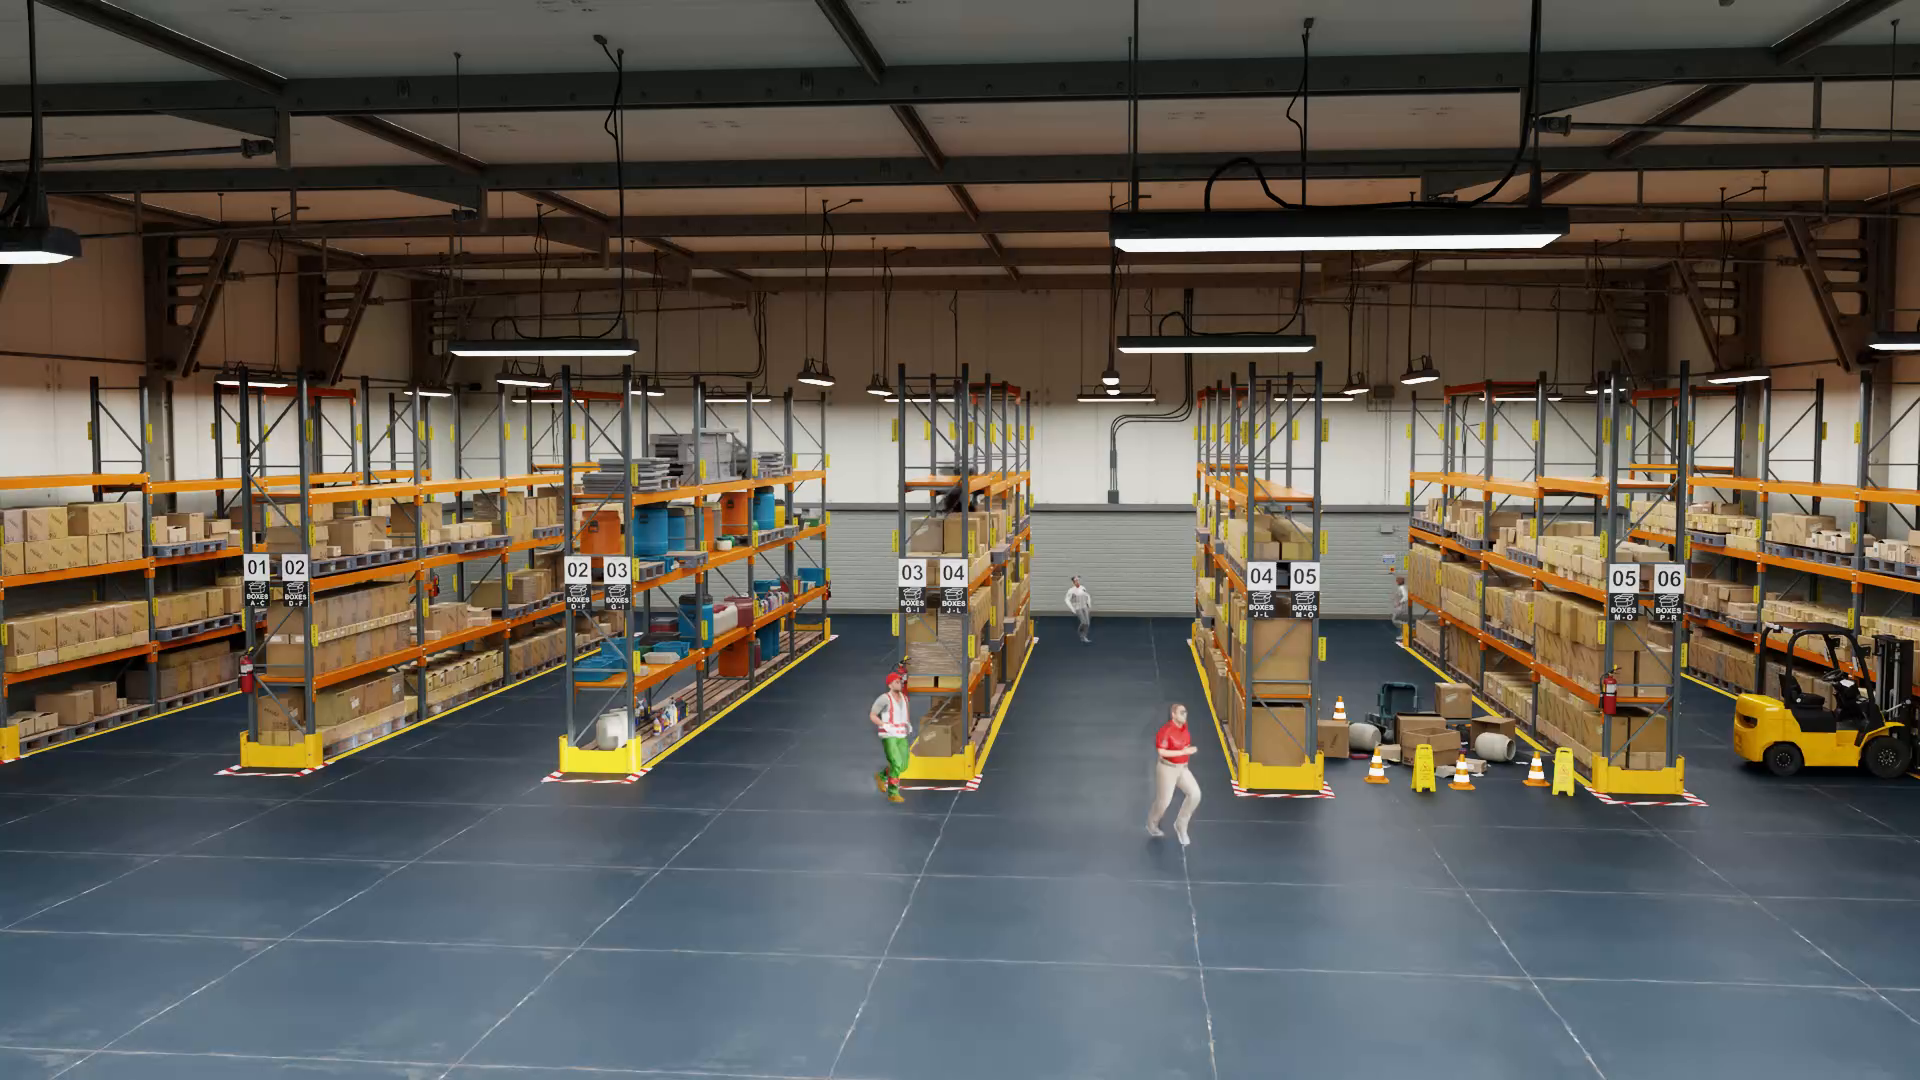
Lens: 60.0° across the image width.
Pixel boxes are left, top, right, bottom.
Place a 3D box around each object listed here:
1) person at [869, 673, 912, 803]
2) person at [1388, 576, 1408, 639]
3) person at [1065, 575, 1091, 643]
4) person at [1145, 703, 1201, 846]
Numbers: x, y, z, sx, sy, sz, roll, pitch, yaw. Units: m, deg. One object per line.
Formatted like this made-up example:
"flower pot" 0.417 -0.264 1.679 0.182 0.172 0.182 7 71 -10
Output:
"person" -0.940 2.689 22.780 0.642 1.756 0.687 3 5 43
"person" 10.677 1.650 40.363 0.573 1.550 0.560 1 4 19
"person" 2.878 1.649 39.653 0.657 1.620 0.474 -2 4 -26
"person" 2.601 2.852 20.301 0.689 1.754 0.853 -3 5 -41
